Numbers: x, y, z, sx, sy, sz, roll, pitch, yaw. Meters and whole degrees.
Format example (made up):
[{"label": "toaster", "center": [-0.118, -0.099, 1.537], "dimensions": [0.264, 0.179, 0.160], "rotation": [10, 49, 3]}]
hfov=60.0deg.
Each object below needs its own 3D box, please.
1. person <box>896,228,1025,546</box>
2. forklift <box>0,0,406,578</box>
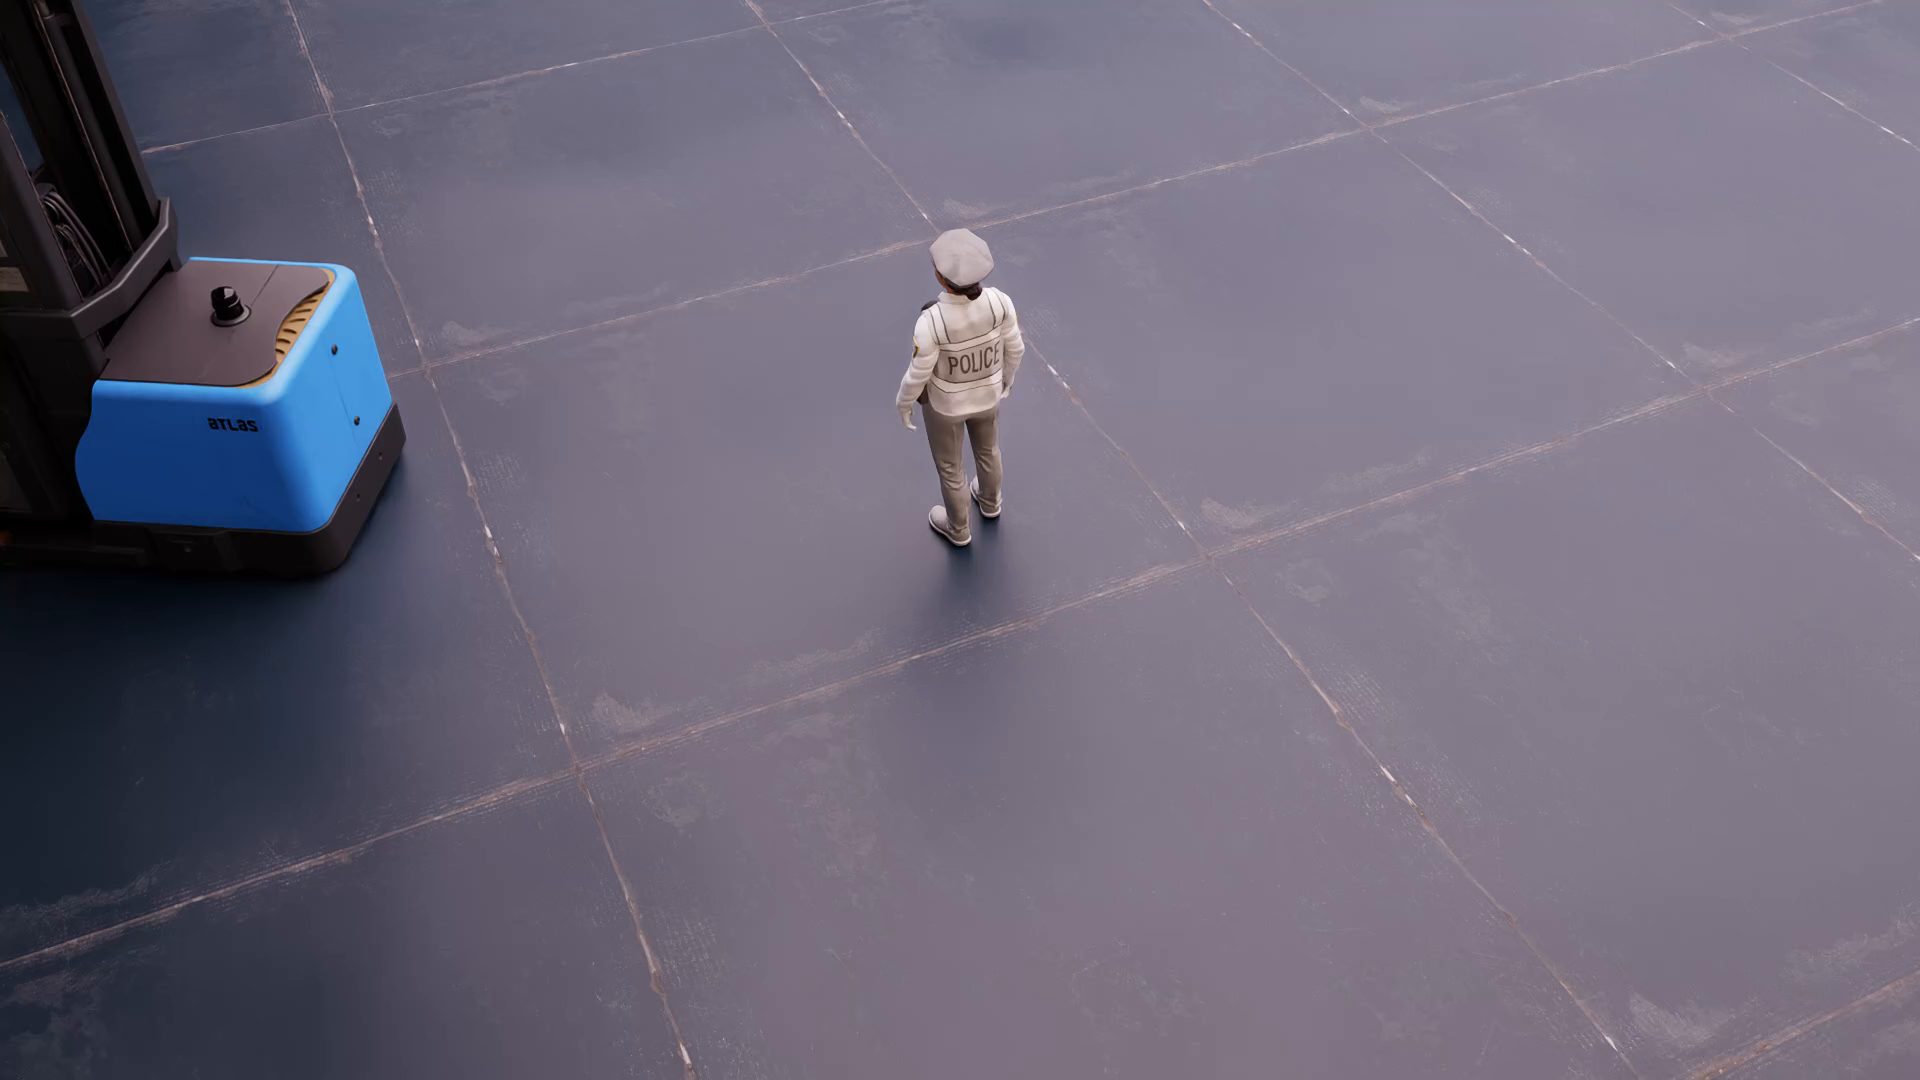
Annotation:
[{"label": "person", "center": [-0.023, -0.669, 7.293], "dimensions": [0.588, 1.695, 0.531], "rotation": [-18, 46, -18]}, {"label": "forklift", "center": [-4.294, -1.310, 7.083], "dimensions": [3.031, 2.935, 1.130], "rotation": [3, 43, 4]}]
